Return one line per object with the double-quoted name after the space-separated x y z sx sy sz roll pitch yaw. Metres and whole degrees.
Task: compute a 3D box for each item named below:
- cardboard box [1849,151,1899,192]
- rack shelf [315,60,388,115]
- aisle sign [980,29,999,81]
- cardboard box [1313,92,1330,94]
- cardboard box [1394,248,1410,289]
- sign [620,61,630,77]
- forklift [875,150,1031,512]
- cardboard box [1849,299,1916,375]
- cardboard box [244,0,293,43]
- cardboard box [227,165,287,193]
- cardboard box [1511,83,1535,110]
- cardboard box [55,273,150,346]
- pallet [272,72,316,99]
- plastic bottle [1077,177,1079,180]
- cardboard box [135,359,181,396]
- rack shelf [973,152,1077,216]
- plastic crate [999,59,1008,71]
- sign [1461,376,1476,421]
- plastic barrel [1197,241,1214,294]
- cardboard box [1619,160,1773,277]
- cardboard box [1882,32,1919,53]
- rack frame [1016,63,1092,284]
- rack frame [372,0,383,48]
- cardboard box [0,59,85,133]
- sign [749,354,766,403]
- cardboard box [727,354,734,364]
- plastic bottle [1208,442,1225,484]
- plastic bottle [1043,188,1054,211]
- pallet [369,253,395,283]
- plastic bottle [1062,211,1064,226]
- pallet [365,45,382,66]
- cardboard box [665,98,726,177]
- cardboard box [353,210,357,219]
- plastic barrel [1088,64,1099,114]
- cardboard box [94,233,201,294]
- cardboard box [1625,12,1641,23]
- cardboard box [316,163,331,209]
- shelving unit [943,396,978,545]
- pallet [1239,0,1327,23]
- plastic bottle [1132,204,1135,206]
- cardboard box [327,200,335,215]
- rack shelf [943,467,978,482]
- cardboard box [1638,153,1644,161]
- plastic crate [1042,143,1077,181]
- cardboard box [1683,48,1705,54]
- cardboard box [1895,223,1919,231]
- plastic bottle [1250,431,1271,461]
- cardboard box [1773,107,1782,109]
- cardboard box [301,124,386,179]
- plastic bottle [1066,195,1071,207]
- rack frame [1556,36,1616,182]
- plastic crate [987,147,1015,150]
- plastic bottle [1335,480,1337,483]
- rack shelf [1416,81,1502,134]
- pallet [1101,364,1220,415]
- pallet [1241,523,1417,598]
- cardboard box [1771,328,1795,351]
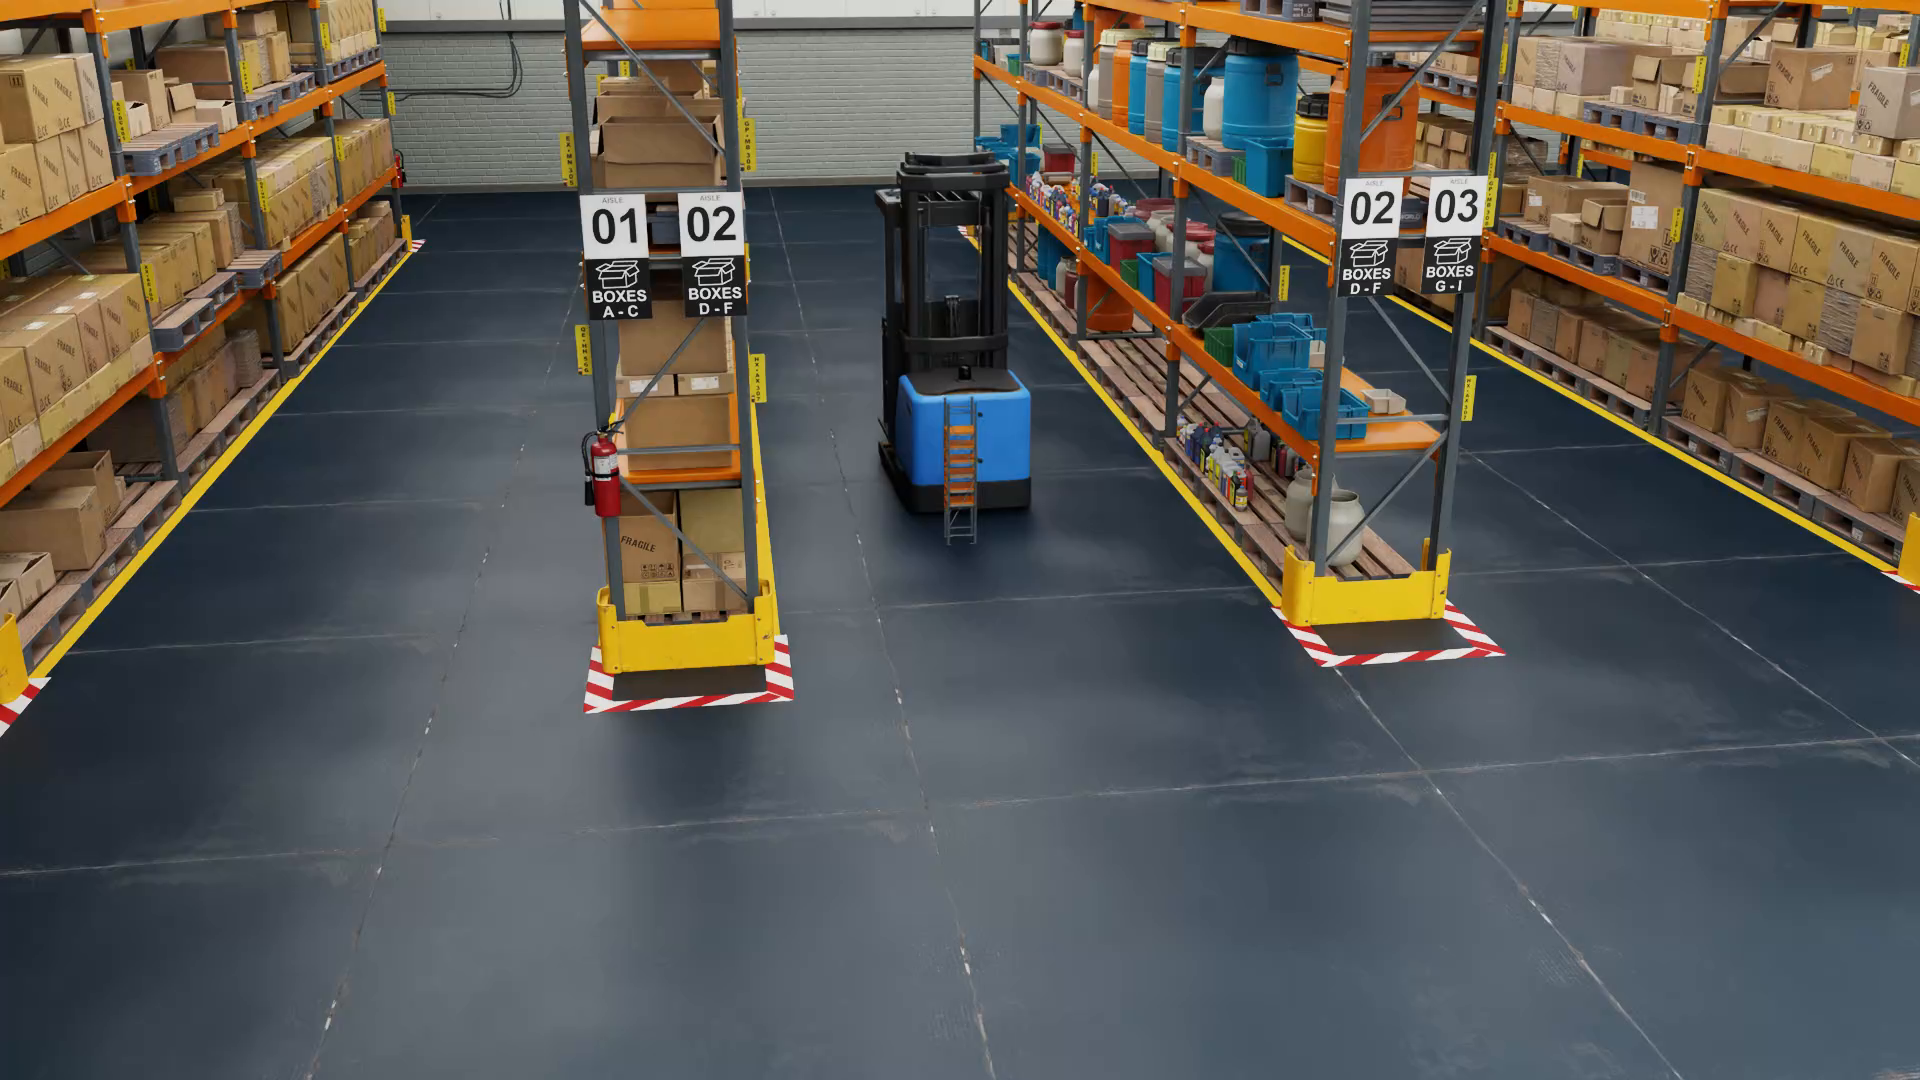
7.464 -2.931 13.203 0.500 0.250 0.500 -2 21 -7 "cardboard box"
-8.797 -6.257 22.923 1.077 0.370 4.000 -3 21 -8 "rack shelf"
0.414 -7.609 26.086 0.394 0.787 0.004 -3 21 -8 "aisle sign"
5.950 -6.896 26.610 0.500 0.500 0.500 -3 21 -7 "cardboard box"
6.438 -3.917 22.354 1.225 0.875 0.875 -4 21 -10 "cardboard box"
-3.568 -4.983 17.746 0.100 0.325 0.005 -3 21 -8 "sign"
-0.162 -2.087 15.116 1.130 2.935 3.031 -4 21 -10 "forklift"
7.683 -1.636 13.242 0.875 0.500 0.500 -3 21 -8 "cardboard box"
-8.841 -6.656 21.363 0.500 0.500 0.500 -3 21 -8 "cardboard box"
-7.821 -4.015 18.510 0.500 0.250 0.500 -3 21 -9 "cardboard box"
6.588 -5.020 18.798 0.500 0.250 0.500 -3 21 -7 "cardboard box"
-6.982 -1.869 13.547 0.500 0.500 0.500 -3 21 -8 "cardboard box"
-8.328 -5.497 20.133 0.805 0.209 1.217 -4 21 -10 "pallet"
1.671 -4.818 22.506 0.152 0.276 0.135 -3 21 -8 "plastic bottle"
-7.545 -1.519 15.369 0.500 0.250 0.500 -3 21 -9 "cardboard box"
1.006 -5.352 24.786 1.077 0.370 4.000 -3 21 -8 "rack shelf"
0.735 -6.699 23.455 0.293 0.136 0.466 -3 21 -8 "plastic crate"
3.569 -0.997 11.704 0.100 0.325 0.005 -3 21 -8 "sign"
2.527 -2.632 16.282 0.433 0.535 0.433 0 20 0 "plastic barrel"
7.373 -3.236 16.636 1.000 1.000 1.000 -3 21 -7 "cardboard box"
11.380 -6.014 20.006 0.396 0.266 0.258 -3 21 -8 "cardboard box"
1.295 -4.996 22.806 1.000 3.000 0.127 -3 21 -8 "rack frame"
-9.086 -8.692 24.126 1.000 3.000 0.127 -3 21 -8 "rack frame"
-6.925 -3.306 12.394 0.500 0.500 0.500 -2 21 -5 "cardboard box"
-1.328 -1.061 10.920 0.100 0.325 0.005 -3 21 -8 "sign"
-1.762 -1.182 11.523 0.380 0.149 0.250 -3 21 -9 "cardboard box"
2.242 -0.679 14.403 0.144 0.351 0.185 -3 21 -8 "plastic bottle"
1.151 -4.358 21.274 0.152 0.276 0.135 -3 21 -8 "plastic bottle"
-8.720 -3.881 23.805 1.003 0.211 1.213 -3 21 -8 "pallet"
1.289 -3.926 20.224 0.097 0.201 0.097 0 20 0 "plastic bottle"
-8.968 -6.989 23.980 1.003 0.211 1.213 -3 21 -8 "pallet"
-1.847 -2.896 11.952 0.500 0.500 0.500 -3 21 -8 "cardboard box"
-8.992 -4.745 24.178 0.380 0.149 0.250 -3 21 -7 "cardboard box"
1.613 -4.946 18.224 0.421 0.512 0.421 0 20 0 "plastic barrel"
-7.595 -2.578 15.559 0.700 0.500 0.500 0 20 0 "cardboard box"
10.469 -8.027 25.564 0.380 0.149 0.250 -2 21 -6 "cardboard box"
-8.110 -4.369 20.529 0.500 0.500 0.500 -3 21 -7 "cardboard box"
0.002 -0.557 13.493 0.258 1.200 0.189 -3 21 -8 "shelving unit"
2.773 -4.053 12.549 1.003 0.211 1.213 -3 21 -8 "pallet"
2.088 -3.932 20.122 0.061 0.283 0.133 -3 21 -8 "plastic bottle"
-8.120 -4.199 21.003 0.380 0.149 0.250 -3 21 -7 "cardboard box"
0.002 -0.515 13.508 0.258 0.103 0.180 -3 21 -8 "rack shelf"
10.656 -5.884 25.541 0.380 0.149 0.250 -3 21 -9 "cardboard box"
1.414 -5.376 23.646 0.402 0.464 0.583 -3 21 -8 "plastic crate"
10.781 -6.952 23.971 0.500 0.250 0.500 -2 21 -6 "cardboard box"
7.977 -2.296 13.581 0.500 0.500 0.500 -3 21 -8 "cardboard box"
2.711 -0.865 15.010 0.152 0.276 0.135 -3 21 -8 "plastic bottle"
7.682 -3.900 15.228 0.380 0.149 0.250 -2 21 -6 "cardboard box"
-8.886 -5.595 23.979 0.980 0.700 0.700 -3 21 -8 "cardboard box"
1.342 -4.142 20.686 0.061 0.283 0.133 -3 21 -8 "plastic bottle"
10.542 -6.846 27.759 1.000 3.000 0.127 -3 21 -8 "rack frame"
0.618 -5.773 25.039 0.416 0.233 0.300 -3 21 -8 "plastic crate"
3.071 -0.413 13.805 0.097 0.271 0.097 0 20 0 "plastic bottle"
6.484 -5.622 21.222 1.077 0.370 4.000 -3 21 -8 "rack shelf"
2.117 -1.613 17.734 1.003 0.211 1.213 -3 21 -8 "pallet"
2.855 0.159 12.988 1.003 0.211 1.213 -3 21 -8 "pallet"
7.312 -1.750 14.474 0.380 0.149 0.250 -3 21 -8 "cardboard box"
